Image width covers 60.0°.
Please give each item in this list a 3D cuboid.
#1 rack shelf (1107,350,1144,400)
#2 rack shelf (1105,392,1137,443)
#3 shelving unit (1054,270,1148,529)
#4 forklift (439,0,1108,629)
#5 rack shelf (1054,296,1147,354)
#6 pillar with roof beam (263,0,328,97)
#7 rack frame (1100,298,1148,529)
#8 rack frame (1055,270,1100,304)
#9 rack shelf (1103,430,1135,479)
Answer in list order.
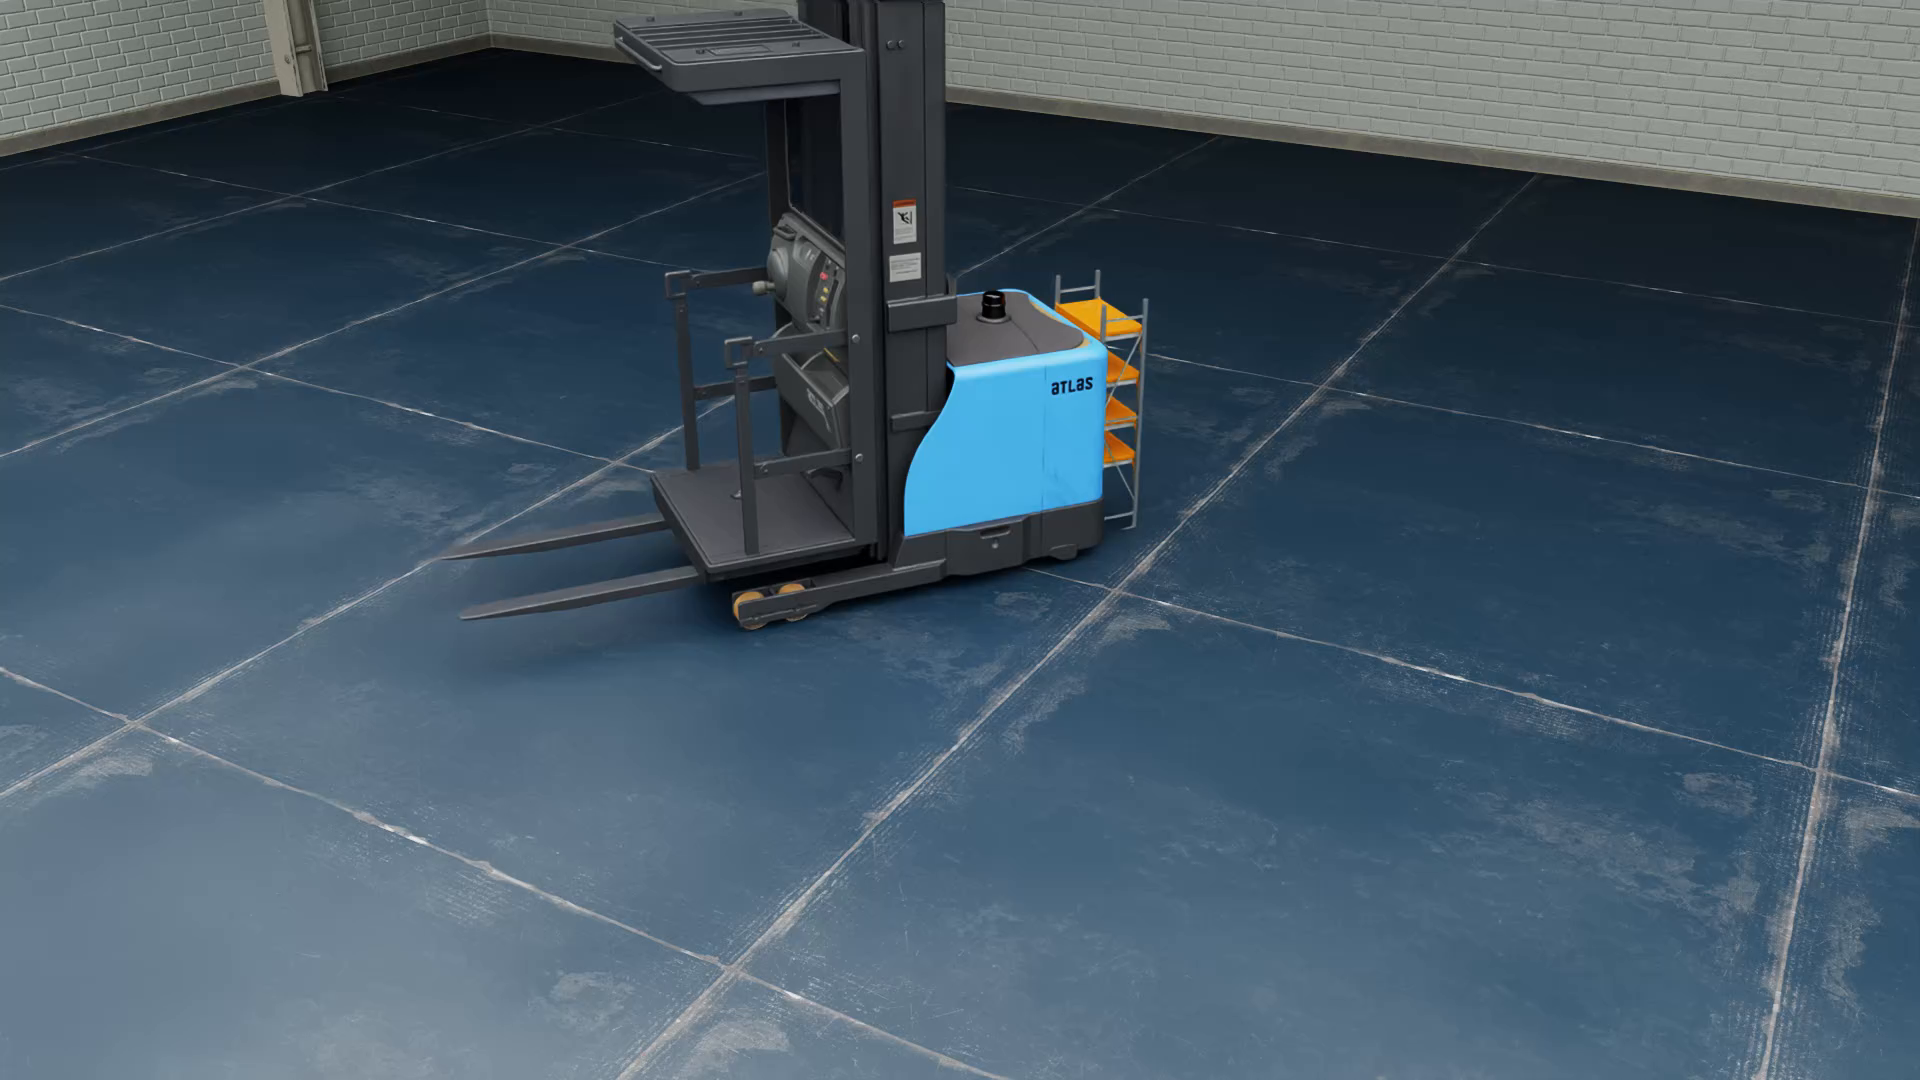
[{"bbox_3d":[0.678,-0.821,8.199,0.258,0.148,0.480,-11,29,-21],"label":"rack shelf"},{"bbox_3d":[0.678,-0.620,8.299,0.258,0.148,0.480,-11,29,-21],"label":"rack shelf"},{"bbox_3d":[0.678,-0.681,8.269,0.258,1.200,0.503,-11,29,-21],"label":"shelving unit"},{"bbox_3d":[-0.867,-1.179,7.331,3.031,2.935,1.130,-11,29,-21],"label":"forklift"},{"bbox_3d":[0.678,-1.032,8.093,0.258,0.148,0.480,-11,29,-21],"label":"rack shelf"},{"bbox_3d":[-3.299,-7.890,13.958,9.100,9.000,0.400,14,30,26],"label":"pillar with roof beam"},{"bbox_3d":[0.774,-0.580,8.069,0.240,1.200,0.015,-11,29,-21],"label":"rack frame"},{"bbox_3d":[0.582,-0.781,8.470,0.240,1.200,0.015,-11,29,-21],"label":"rack frame"},{"bbox_3d":[0.678,-0.443,8.388,0.258,0.148,0.480,-11,29,-21],"label":"rack shelf"}]
